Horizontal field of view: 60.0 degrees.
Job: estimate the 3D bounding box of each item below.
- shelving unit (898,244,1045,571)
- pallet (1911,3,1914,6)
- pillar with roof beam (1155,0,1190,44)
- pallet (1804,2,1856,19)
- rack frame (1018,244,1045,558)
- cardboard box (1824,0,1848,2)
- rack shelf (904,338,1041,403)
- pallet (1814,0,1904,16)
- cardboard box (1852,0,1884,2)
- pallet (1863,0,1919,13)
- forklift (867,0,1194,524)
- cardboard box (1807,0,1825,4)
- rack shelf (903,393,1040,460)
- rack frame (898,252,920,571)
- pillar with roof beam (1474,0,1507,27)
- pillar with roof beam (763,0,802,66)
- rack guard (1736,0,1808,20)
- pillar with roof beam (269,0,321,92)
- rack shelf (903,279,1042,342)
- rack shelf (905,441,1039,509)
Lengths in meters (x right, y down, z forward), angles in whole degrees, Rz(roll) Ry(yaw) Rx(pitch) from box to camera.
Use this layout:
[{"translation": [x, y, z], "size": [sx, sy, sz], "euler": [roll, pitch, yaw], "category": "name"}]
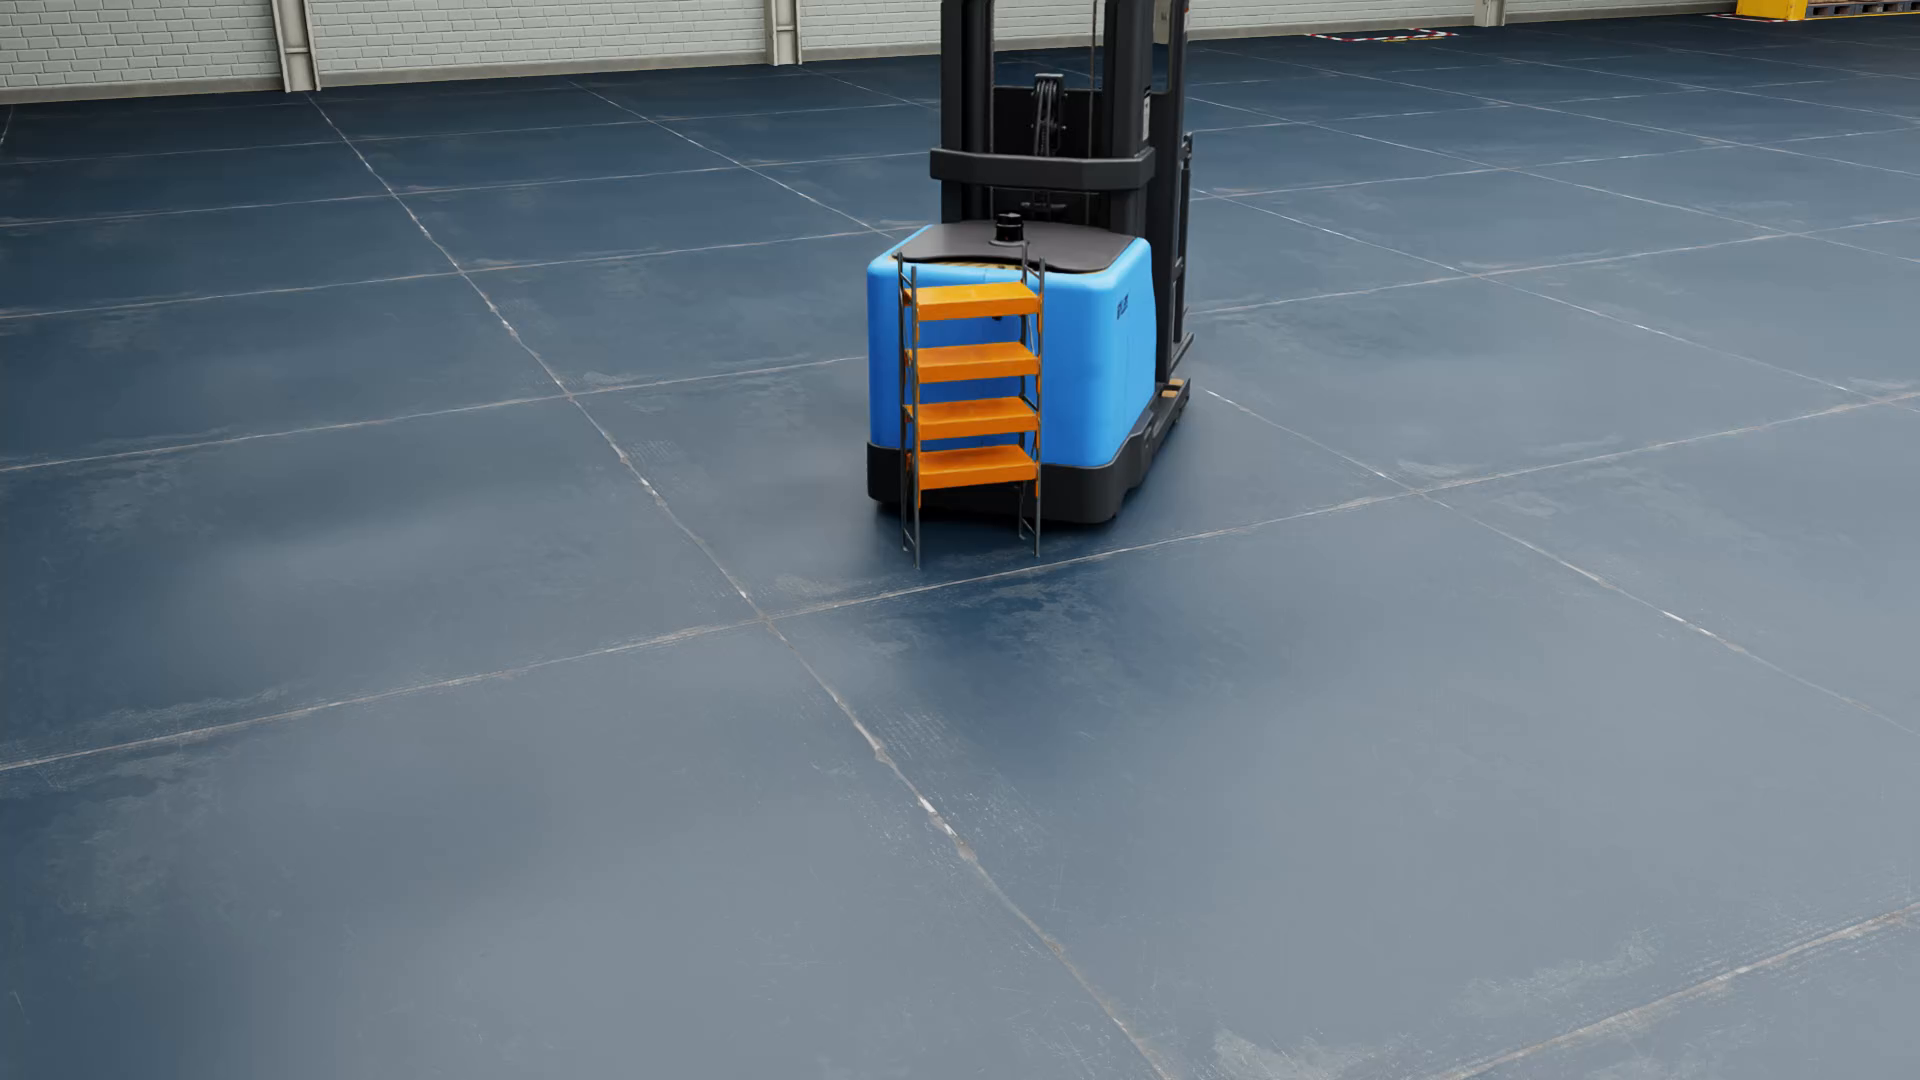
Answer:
[{"translation": [0.040, -0.503, 6.397], "size": [0.503, 1.200, 0.258], "euler": [-6, 23, -14], "category": "shelving unit"}, {"translation": [17.950, -9.744, 30.015], "size": [1.213, 0.211, 1.003], "euler": [-10, 25, -24], "category": "pallet"}, {"translation": [4.955, -9.952, 19.026], "size": [0.400, 9.000, 9.100], "euler": [-10, 25, -24], "category": "pillar with roof beam"}, {"translation": [14.461, -9.086, 28.425], "size": [1.213, 0.211, 1.003], "euler": [-10, 25, -24], "category": "pallet"}, {"translation": [0.276, -0.527, 6.455], "size": [0.015, 1.200, 0.240], "euler": [-6, 23, -14], "category": "rack frame"}, {"translation": [14.821, -9.379, 28.426], "size": [0.500, 0.311, 0.500], "euler": [-8, 24, -19], "category": "cardboard box"}, {"translation": [0.040, -0.648, 6.337], "size": [0.480, 0.148, 0.258], "euler": [-6, 23, -14], "category": "rack shelf"}, {"translation": [15.558, -9.287, 28.910], "size": [1.213, 0.211, 1.003], "euler": [-10, 25, -24], "category": "pallet"}, {"translation": [15.504, -9.571, 28.642], "size": [0.500, 0.500, 0.700], "euler": [-12, 25, -27], "category": "cardboard box"}, {"translation": [16.659, -9.491, 29.403], "size": [1.213, 0.211, 1.003], "euler": [-10, 25, -24], "category": "pallet"}, {"translation": [0.520, -1.956, 7.642], "size": [1.130, 2.935, 3.031], "euler": [6, 23, 15], "category": "forklift"}, {"translation": [14.307, -9.284, 28.198], "size": [0.500, 0.311, 0.500], "euler": [-14, 26, -30], "category": "cardboard box"}, {"translation": [0.040, -0.441, 6.422], "size": [0.480, 0.148, 0.258], "euler": [-6, 23, -14], "category": "rack shelf"}, {"translation": [-0.195, -0.479, 6.338], "size": [0.015, 1.200, 0.240], "euler": [-6, 23, -14], "category": "rack frame"}, {"translation": [10.361, -10.947, 21.430], "size": [0.400, 9.000, 9.100], "euler": [-10, 25, -24], "category": "pillar with roof beam"}, {"translation": [-0.452, -8.956, 16.621], "size": [0.400, 9.000, 9.100], "euler": [-10, 25, -24], "category": "pillar with roof beam"}, {"translation": [13.713, -9.097, 28.074], "size": [0.348, 0.500, 1.175], "euler": [-10, 25, -24], "category": "rack guard"}, {"translation": [-5.858, -7.961, 14.217], "size": [0.400, 9.000, 9.100], "euler": [-10, 25, -24], "category": "pillar with roof beam"}, {"translation": [0.040, -0.866, 6.246], "size": [0.480, 0.148, 0.258], "euler": [-6, 23, -14], "category": "rack shelf"}, {"translation": [0.040, -0.257, 6.498], "size": [0.480, 0.148, 0.258], "euler": [-6, 23, -14], "category": "rack shelf"}]
